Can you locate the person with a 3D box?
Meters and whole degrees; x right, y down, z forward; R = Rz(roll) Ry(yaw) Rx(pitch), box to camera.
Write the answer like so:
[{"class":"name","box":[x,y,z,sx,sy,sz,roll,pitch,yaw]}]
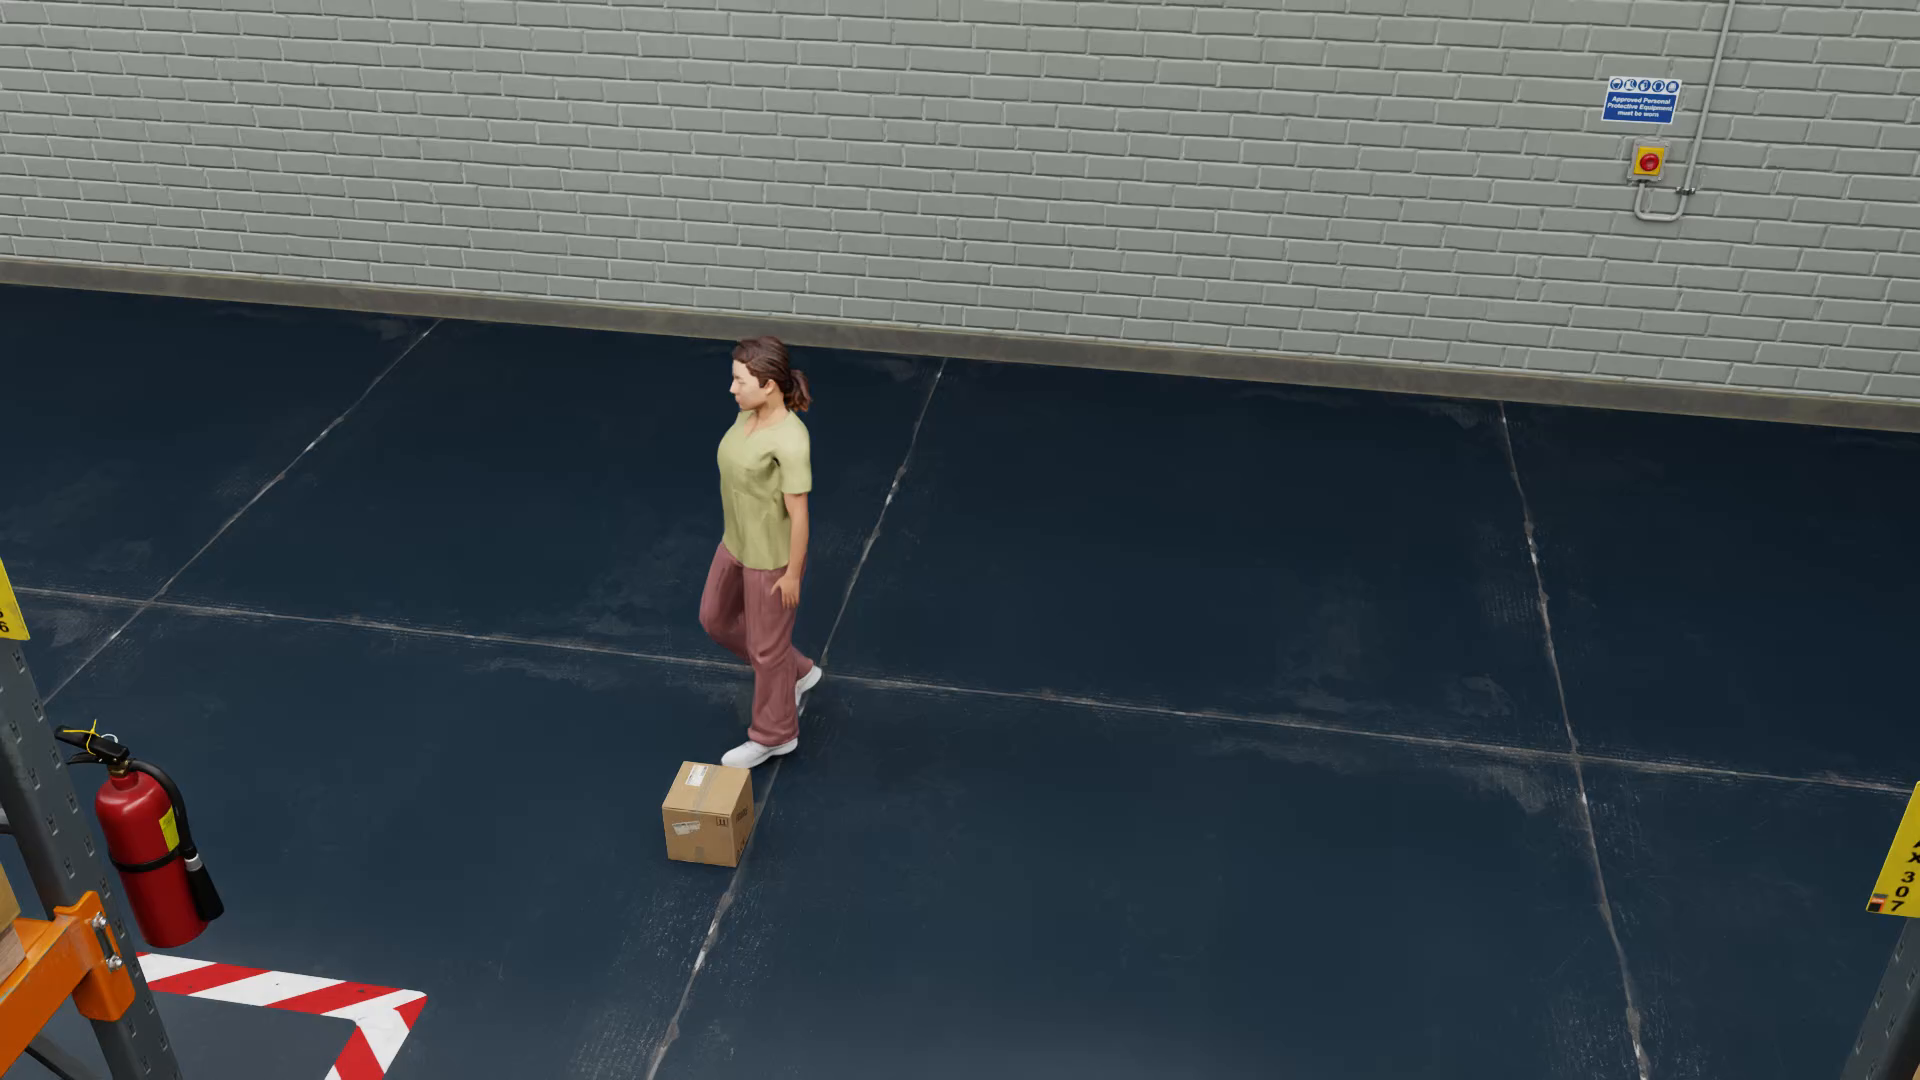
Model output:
[{"class":"person","box":[-0.732,0.057,6.046,0.504,1.668,0.469,-19,37,-27]}]
